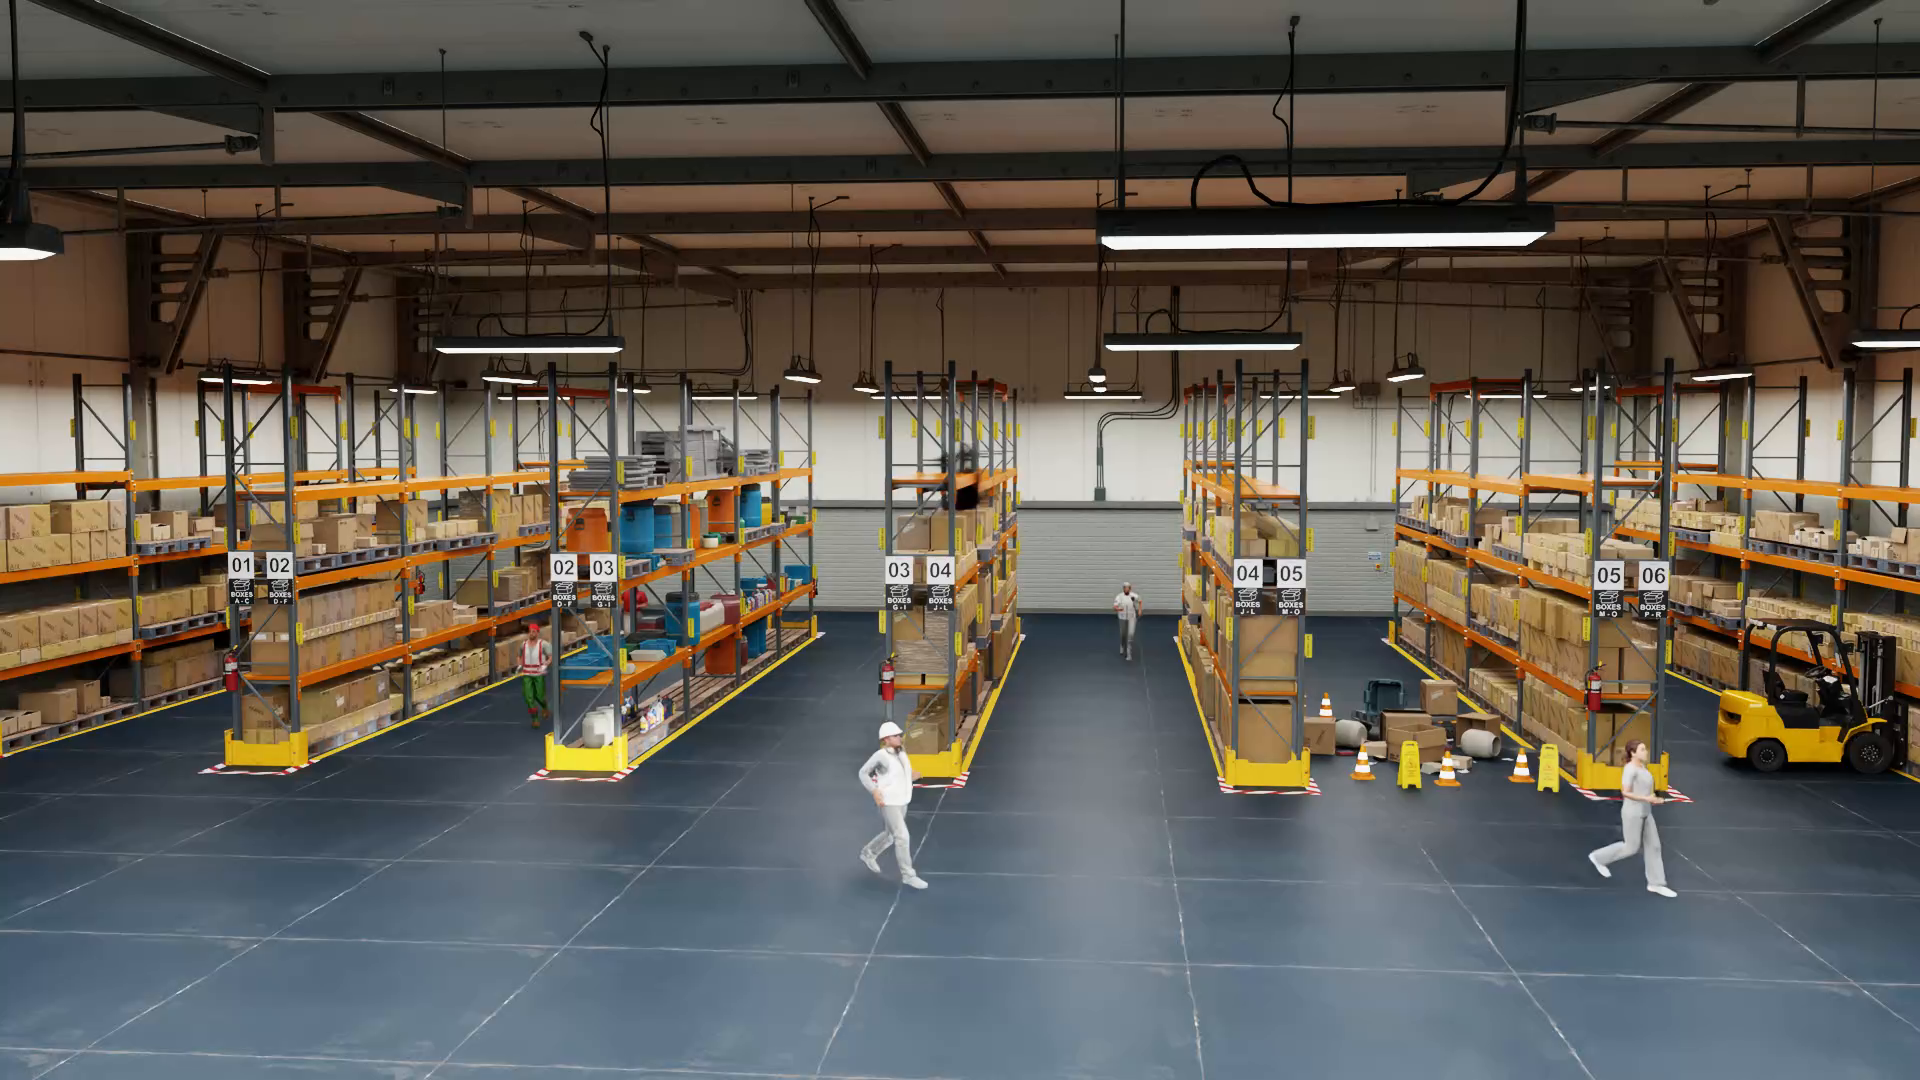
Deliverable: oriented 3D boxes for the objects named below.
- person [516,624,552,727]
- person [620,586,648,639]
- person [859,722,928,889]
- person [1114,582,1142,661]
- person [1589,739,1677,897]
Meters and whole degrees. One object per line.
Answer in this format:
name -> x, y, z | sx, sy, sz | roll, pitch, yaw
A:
person -> -7.193, 2.279, 28.149 | 0.643, 1.742, 0.612 | 0, 4, 3
person -> -7.198, 1.736, 36.583 | 0.672, 1.736, 0.966 | 0, 4, -6
person -> -0.741, 2.887, 18.307 | 0.960, 1.767, 0.652 | 2, 4, 30
person -> 3.699, 1.771, 36.625 | 0.613, 1.705, 0.922 | 1, 4, 11
person -> 7.313, 2.977, 18.027 | 0.935, 1.663, 0.568 | 4, 5, 44
